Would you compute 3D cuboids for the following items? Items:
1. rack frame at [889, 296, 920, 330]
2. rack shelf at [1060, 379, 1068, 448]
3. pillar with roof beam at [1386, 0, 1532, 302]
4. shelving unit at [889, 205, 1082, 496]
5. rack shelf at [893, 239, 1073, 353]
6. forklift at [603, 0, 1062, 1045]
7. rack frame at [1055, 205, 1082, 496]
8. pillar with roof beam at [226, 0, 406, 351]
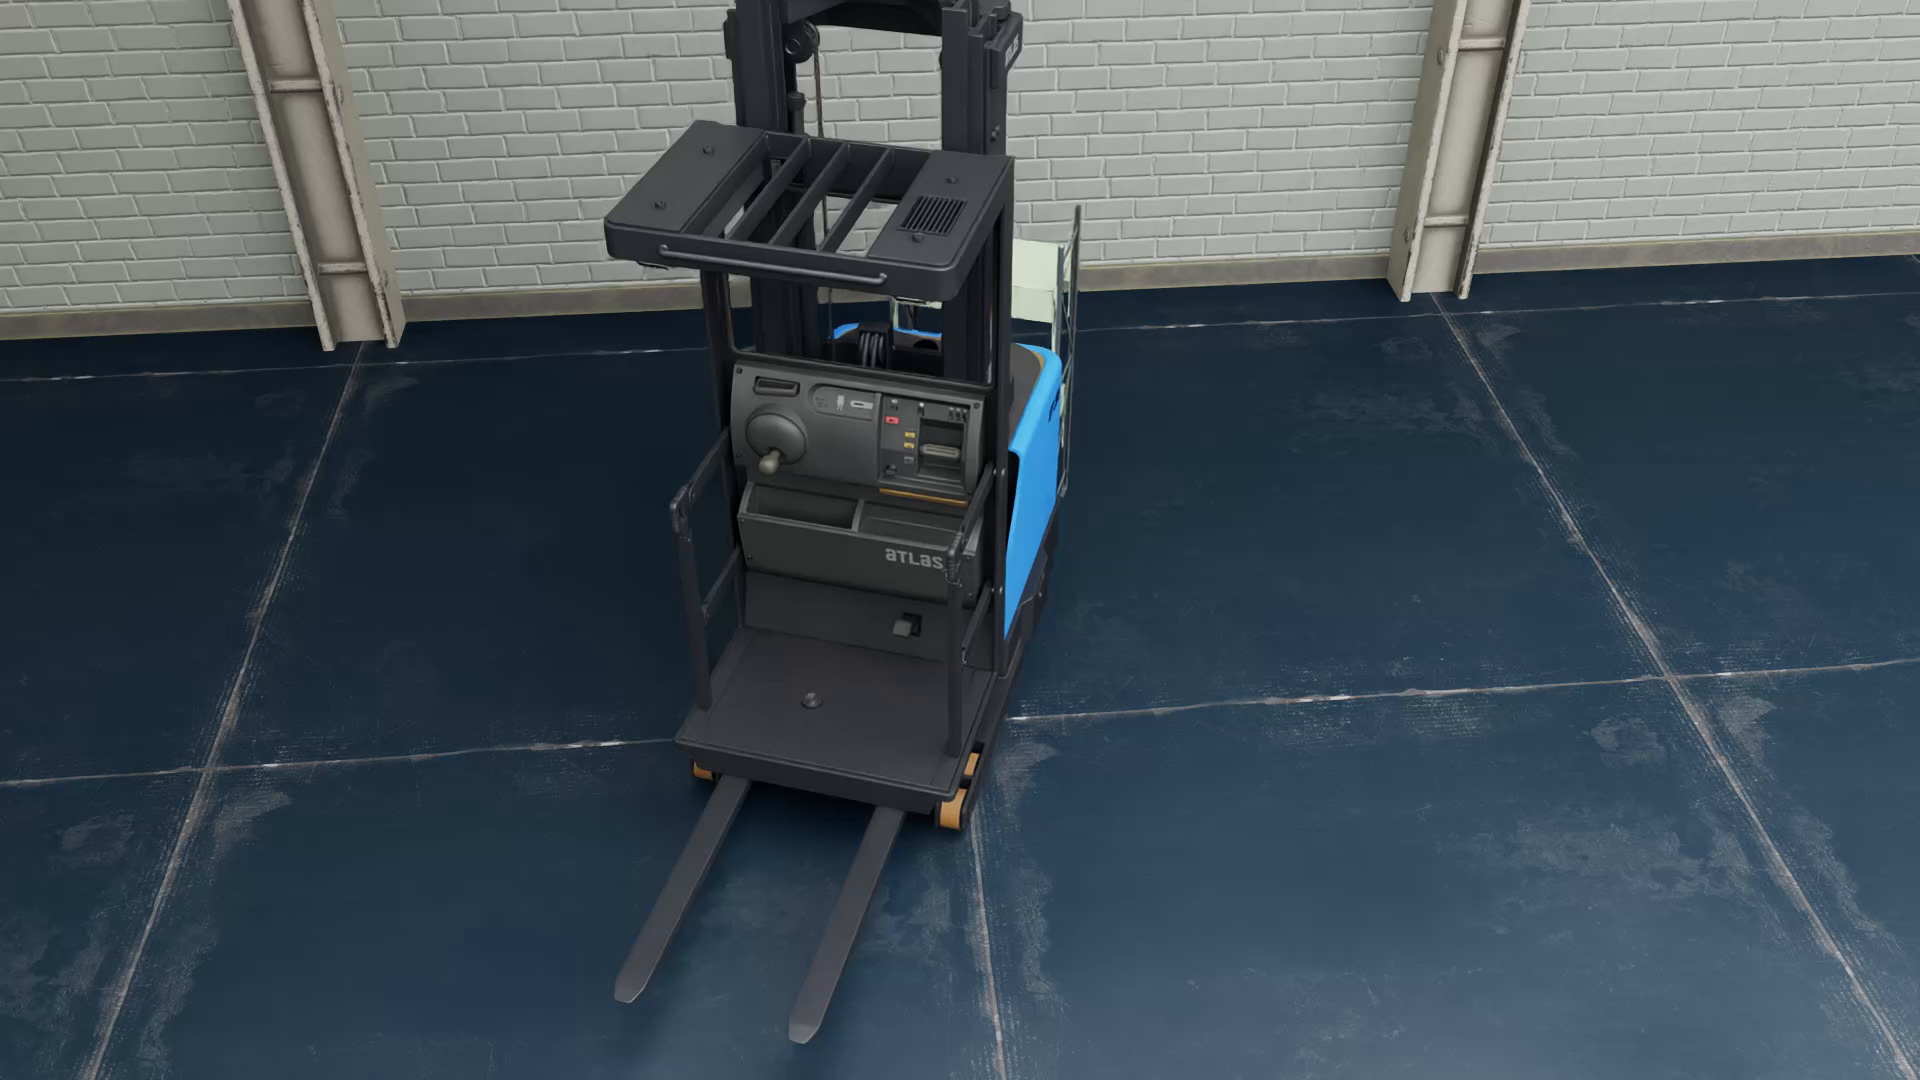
[{"bbox_3d":[-0.246,-0.846,7.611,0.023,1.500,0.400,9,39,11],"label":"rack frame"},{"bbox_3d":[0.109,-0.534,7.742,0.720,0.370,0.431,9,39,11],"label":"rack shelf"},{"bbox_3d":[3.073,-2.341,3.452,0.400,9.000,9.100,-3,38,-4],"label":"pillar with roof beam"},{"bbox_3d":[0.109,-0.790,7.540,0.755,1.500,0.431,9,39,11],"label":"shelving unit"},{"bbox_3d":[0.109,-1.096,7.298,0.720,0.370,0.431,9,39,11],"label":"rack shelf"},{"bbox_3d":[-0.428,-0.315,5.783,1.130,2.935,3.031,9,39,12],"label":"forklift"},{"bbox_3d":[0.463,-0.733,7.469,0.023,1.500,0.400,9,39,11],"label":"rack frame"},{"bbox_3d":[-2.903,-2.012,3.035,0.400,9.000,9.100,-3,38,-4],"label":"pillar with roof beam"}]
